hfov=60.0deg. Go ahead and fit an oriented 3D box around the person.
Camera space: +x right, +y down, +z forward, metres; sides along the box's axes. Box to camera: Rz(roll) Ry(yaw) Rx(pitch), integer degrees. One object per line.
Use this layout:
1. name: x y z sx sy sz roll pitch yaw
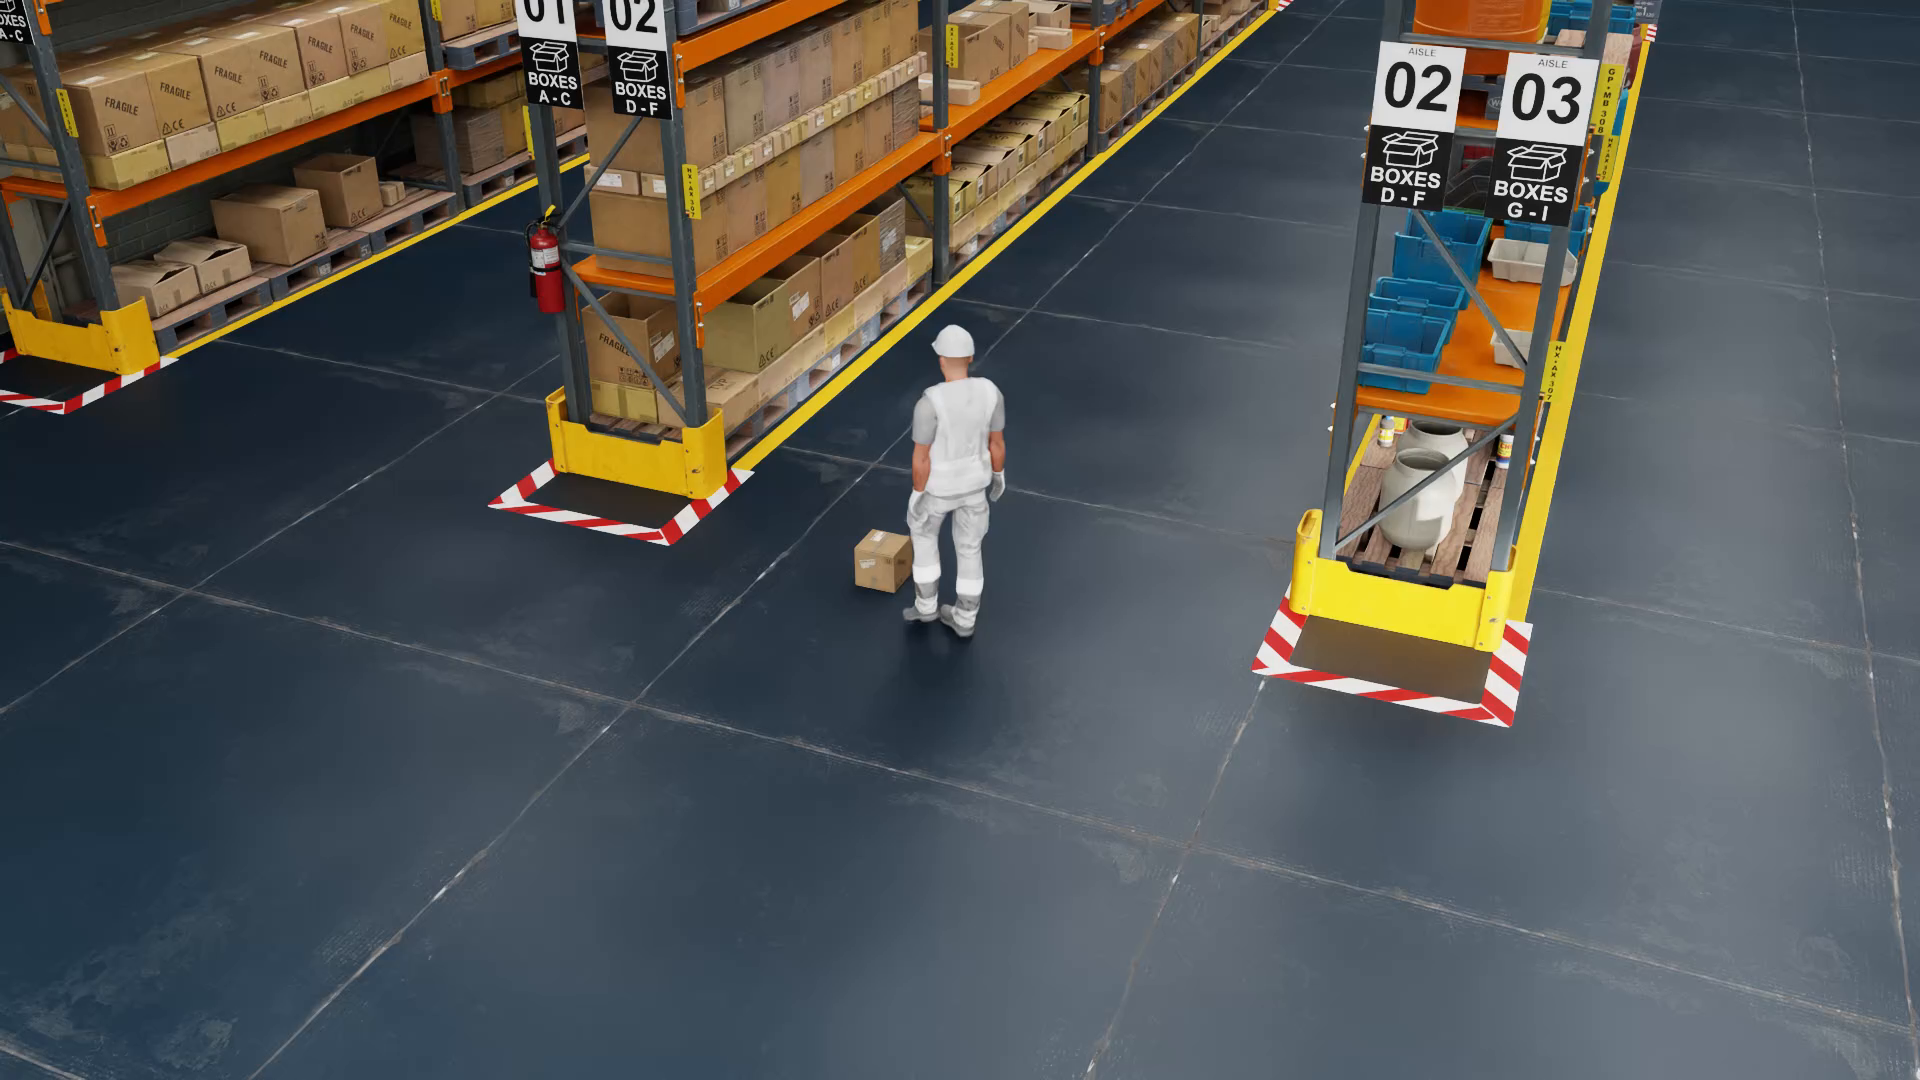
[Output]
1. person: -0.043 -0.304 8.944 0.571 1.831 0.471 -11 31 -19
